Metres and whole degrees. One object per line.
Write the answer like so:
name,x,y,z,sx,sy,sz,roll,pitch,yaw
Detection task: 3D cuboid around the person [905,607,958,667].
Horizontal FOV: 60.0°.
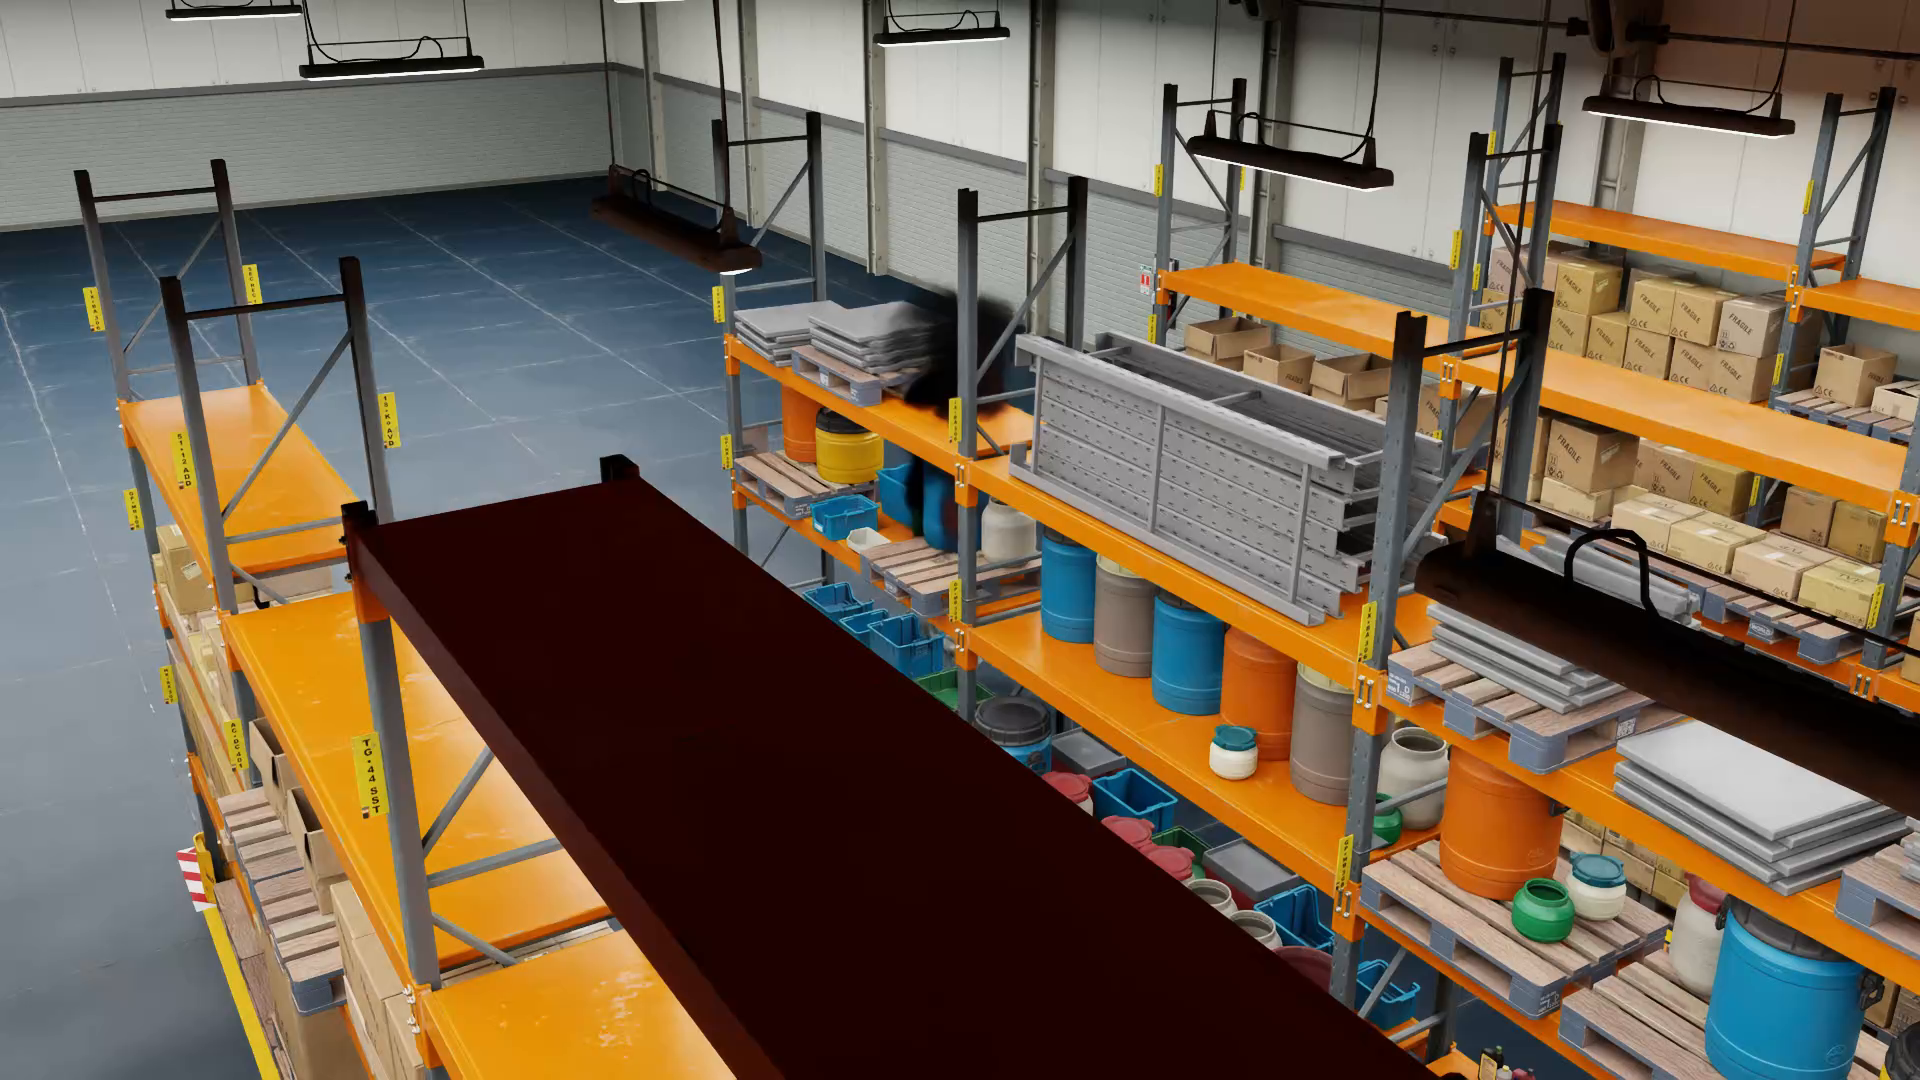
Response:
person,-0.300,0.685,17.391,0.819,1.720,0.698,3,22,6
